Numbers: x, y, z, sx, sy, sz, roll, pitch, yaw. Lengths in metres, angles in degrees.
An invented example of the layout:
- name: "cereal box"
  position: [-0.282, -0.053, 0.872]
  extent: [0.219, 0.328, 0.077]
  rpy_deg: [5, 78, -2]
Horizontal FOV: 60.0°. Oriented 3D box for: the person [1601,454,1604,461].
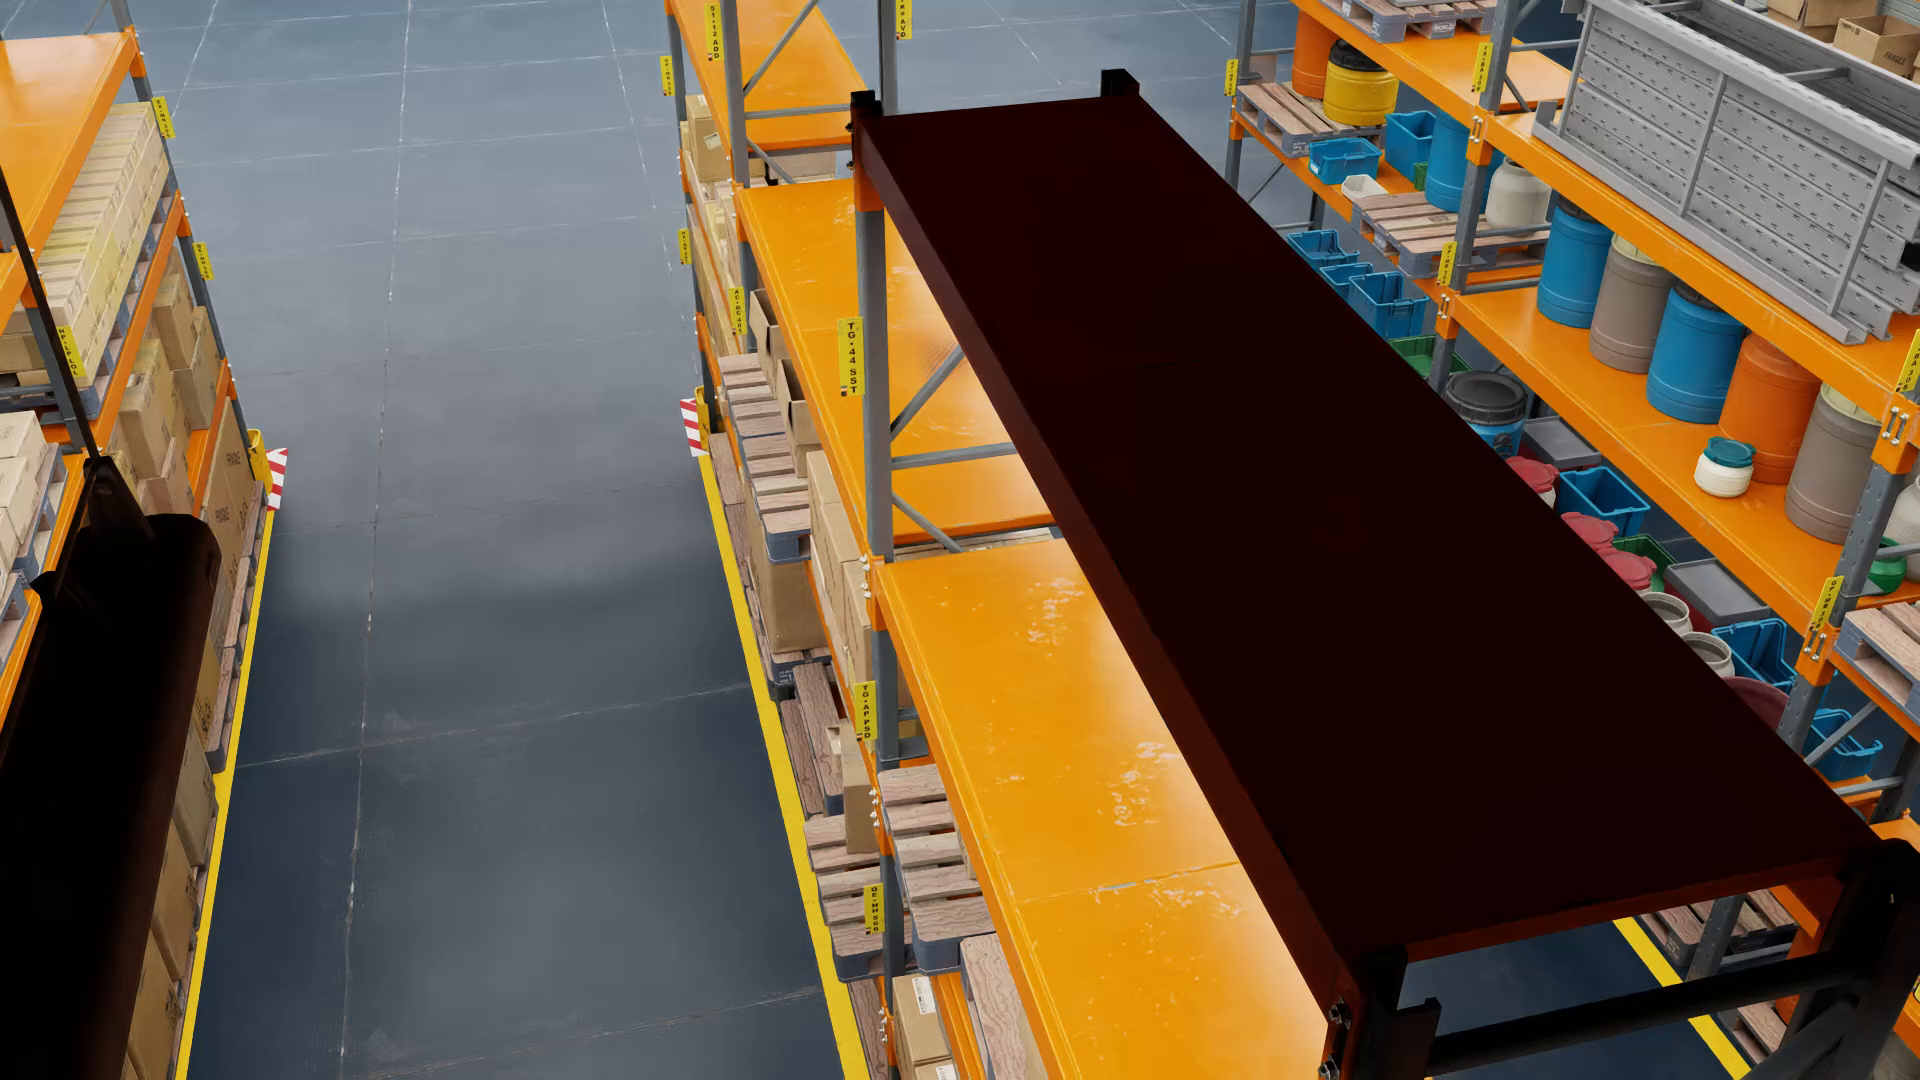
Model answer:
- name: "person"
  position: [5.280, -0.907, 13.947]
  extent: [0.477, 1.861, 0.632]
  rpy_deg: [5, 35, 7]
